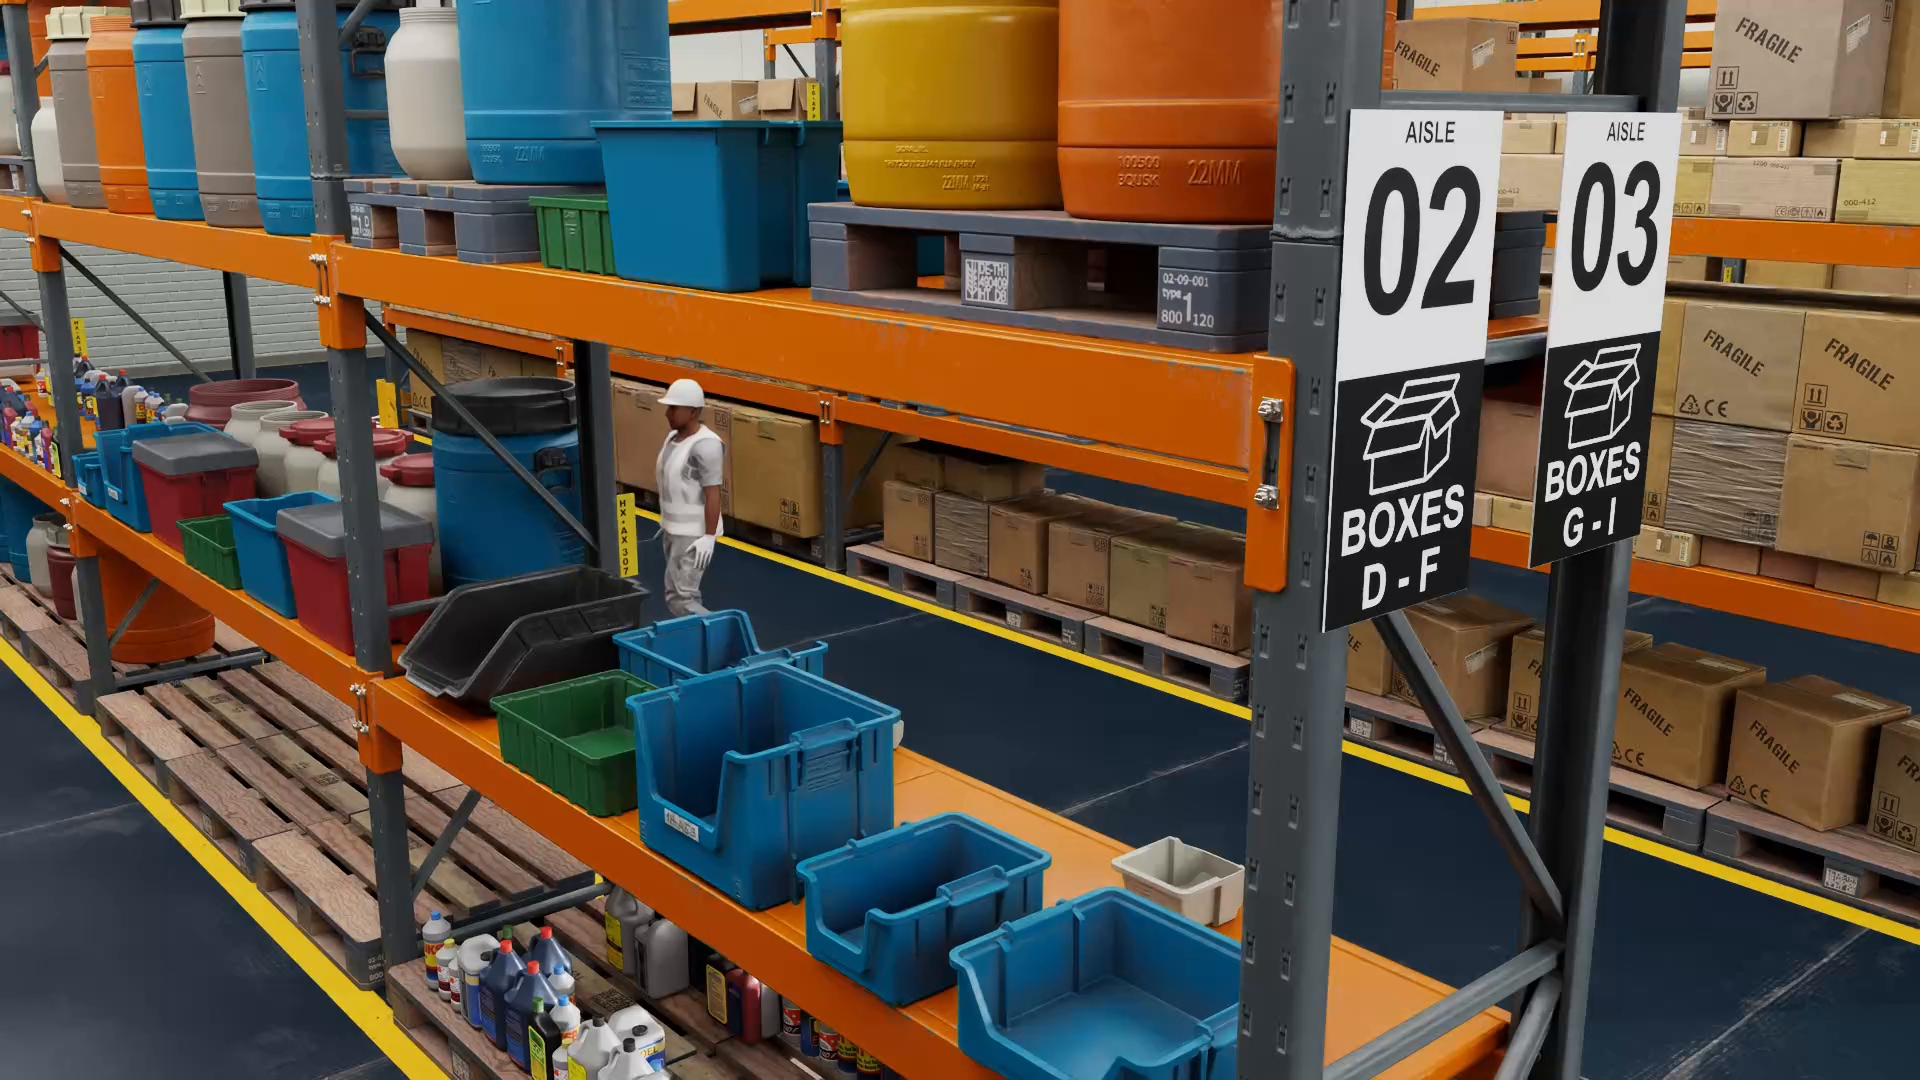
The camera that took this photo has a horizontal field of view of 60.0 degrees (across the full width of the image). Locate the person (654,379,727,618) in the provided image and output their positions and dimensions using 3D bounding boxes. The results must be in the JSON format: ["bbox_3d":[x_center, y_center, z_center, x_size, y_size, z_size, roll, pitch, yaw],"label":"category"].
[{"bbox_3d":[-1.575,-0.041,9.592,0.460,1.790,0.578,-7,16,-27],"label":"person"}]
